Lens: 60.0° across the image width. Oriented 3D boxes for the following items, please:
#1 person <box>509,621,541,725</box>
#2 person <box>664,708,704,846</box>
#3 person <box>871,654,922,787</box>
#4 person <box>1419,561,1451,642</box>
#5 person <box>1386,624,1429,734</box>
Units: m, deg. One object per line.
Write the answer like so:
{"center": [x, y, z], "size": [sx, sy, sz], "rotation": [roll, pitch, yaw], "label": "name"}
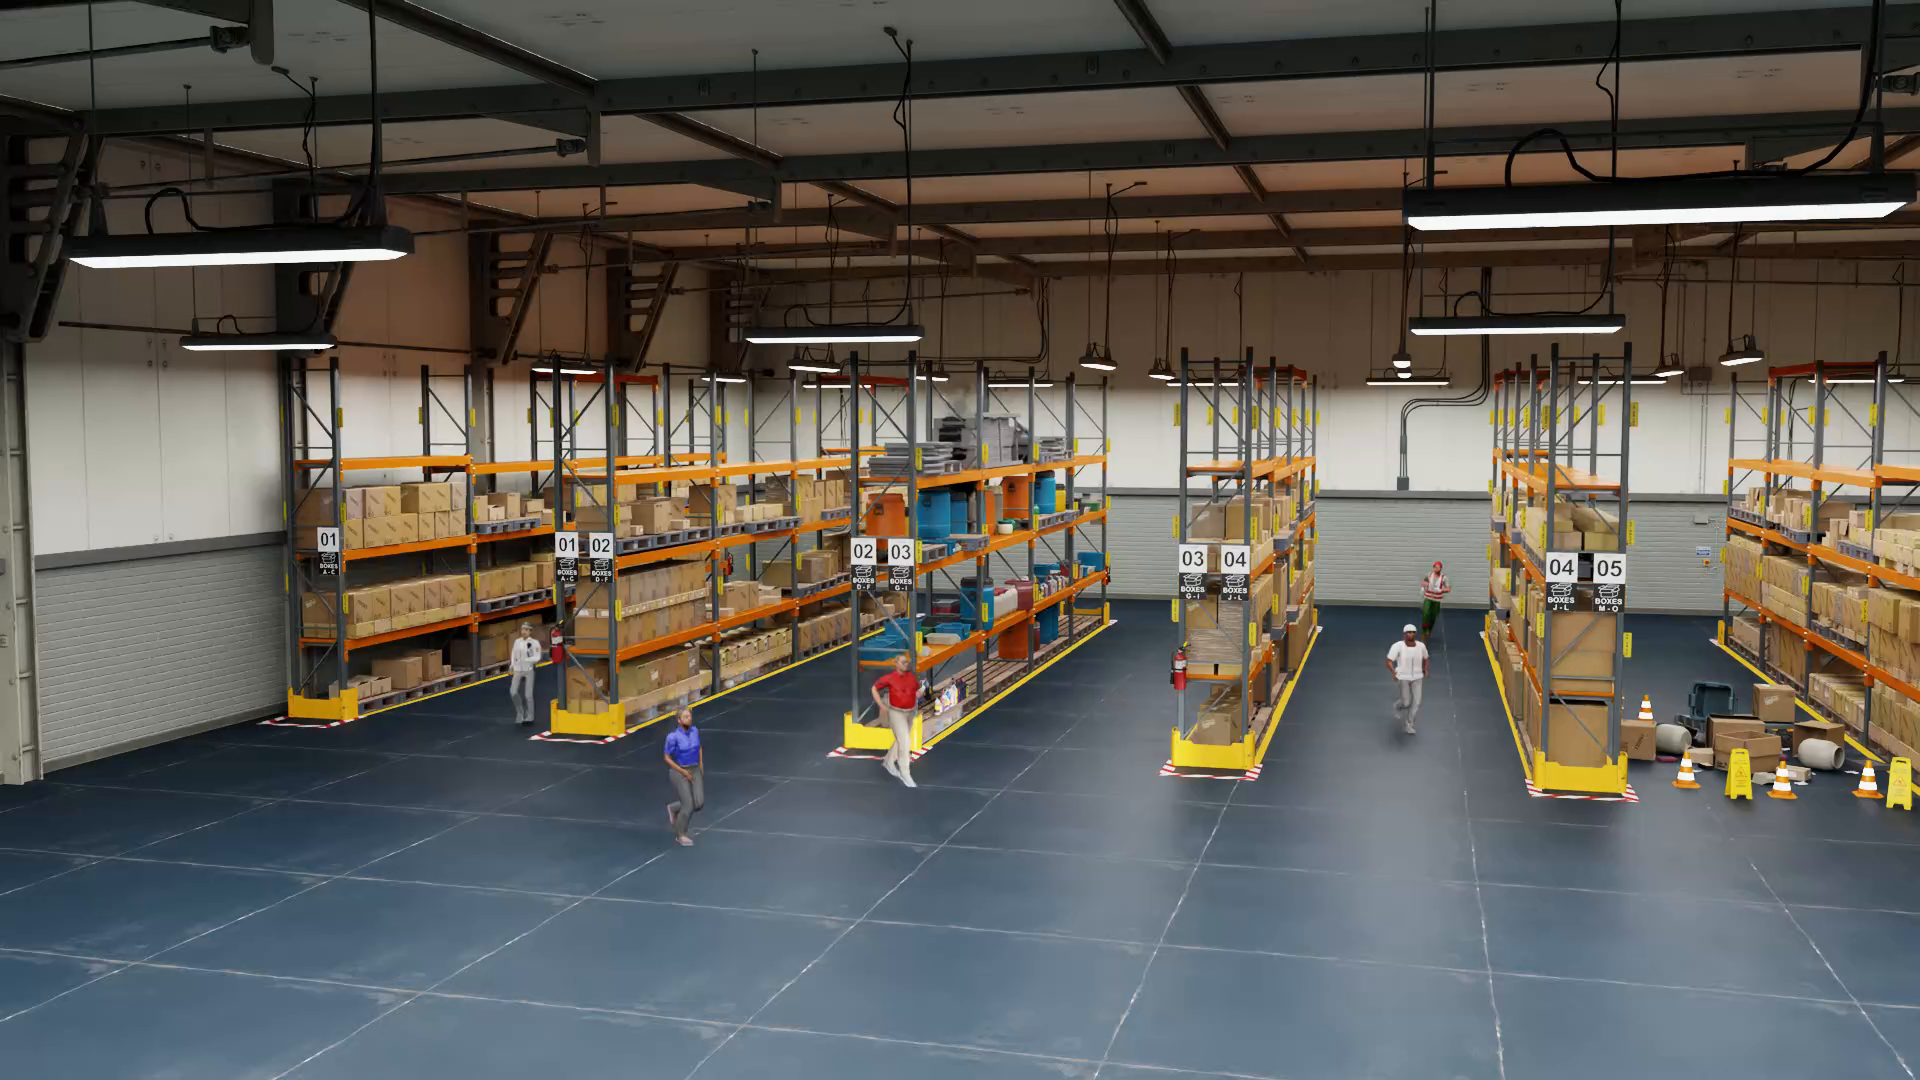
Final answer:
{"center": [-7.127, 2.175, 27.153], "size": [0.584, 1.700, 0.601], "rotation": [0, 4, 6], "label": "person"}
{"center": [-3.248, 2.769, 19.584], "size": [0.613, 1.625, 0.584], "rotation": [4, 6, 41], "label": "person"}
{"center": [-0.824, 2.464, 22.868], "size": [0.817, 1.786, 0.639], "rotation": [4, 6, 43], "label": "person"}
{"center": [10.712, 1.374, 37.458], "size": [0.671, 1.806, 0.901], "rotation": [2, 5, 21], "label": "person"}
{"center": [7.166, 2.199, 26.536], "size": [0.701, 1.726, 0.661], "rotation": [0, 4, -3], "label": "person"}
